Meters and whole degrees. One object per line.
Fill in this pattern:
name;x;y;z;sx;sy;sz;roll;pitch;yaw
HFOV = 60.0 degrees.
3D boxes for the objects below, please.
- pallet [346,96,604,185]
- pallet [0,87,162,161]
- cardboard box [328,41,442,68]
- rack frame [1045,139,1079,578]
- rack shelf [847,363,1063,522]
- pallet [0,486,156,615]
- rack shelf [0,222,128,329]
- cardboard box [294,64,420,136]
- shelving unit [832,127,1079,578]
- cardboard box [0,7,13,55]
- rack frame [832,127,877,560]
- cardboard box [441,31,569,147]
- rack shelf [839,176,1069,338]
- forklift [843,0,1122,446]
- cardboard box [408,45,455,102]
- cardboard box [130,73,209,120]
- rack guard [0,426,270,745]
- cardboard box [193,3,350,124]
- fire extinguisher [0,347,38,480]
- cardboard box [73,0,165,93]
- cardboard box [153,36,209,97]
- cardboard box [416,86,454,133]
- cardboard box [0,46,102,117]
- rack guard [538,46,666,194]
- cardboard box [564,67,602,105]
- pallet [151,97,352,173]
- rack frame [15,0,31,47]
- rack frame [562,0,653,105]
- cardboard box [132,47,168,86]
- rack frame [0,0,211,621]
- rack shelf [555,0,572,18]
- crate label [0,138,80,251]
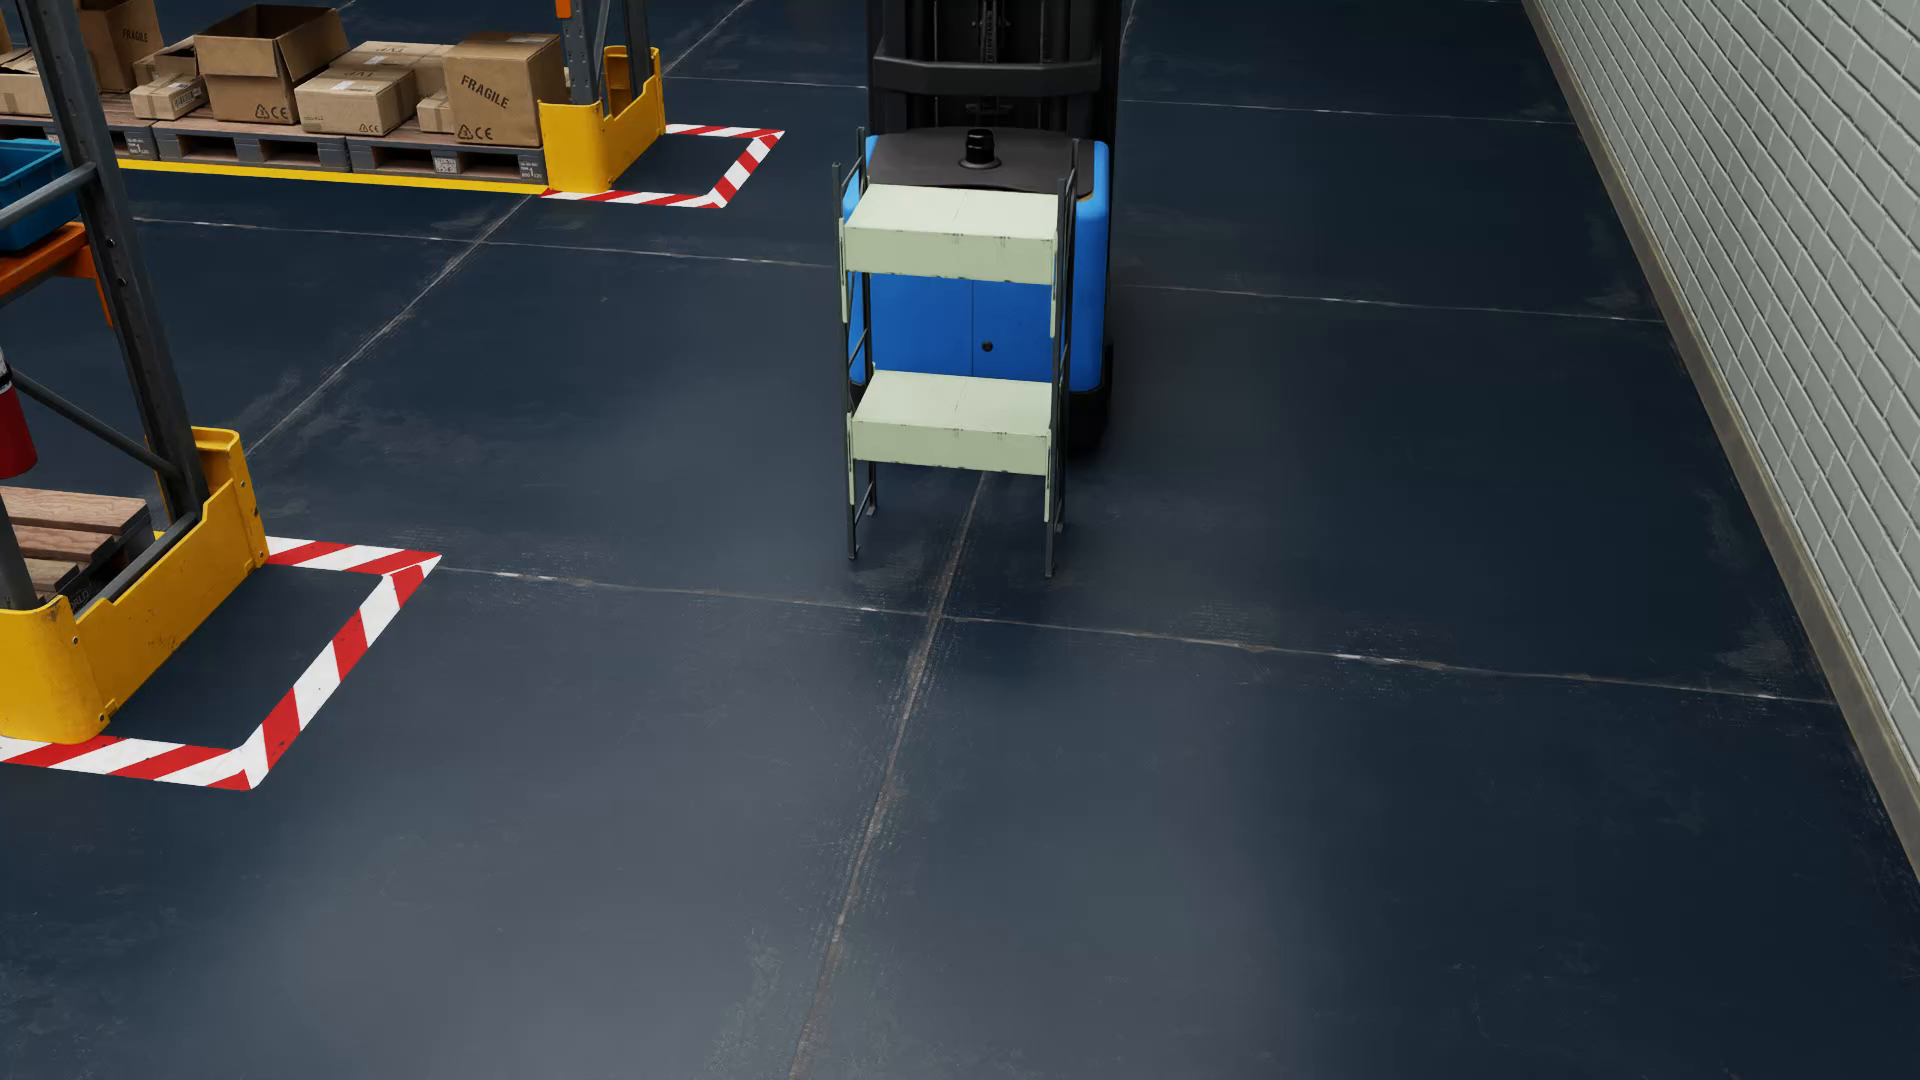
pallet;-2.861;-2.425;9.925;1.213;0.211;1.003;5;32;8
pallet;-5.266;-2.643;10.273;1.213;0.211;1.003;5;32;8
cardboard box;-3.474;-2.837;10.132;0.500;0.250;0.500;5;32;8
rack frame;0.354;-0.604;5.801;0.023;1.500;0.400;5;32;8
rack shelf;-0.007;-0.360;6.026;0.720;0.370;0.431;5;32;8
pallet;-3.643;0.149;5.813;1.213;0.211;1.003;5;32;8
rack shelf;-4.808;-0.813;5.400;4.000;0.370;1.077;5;32;8
cardboard box;-3.509;-2.571;9.707;0.500;0.250;0.500;5;32;8
shelving unit;-0.007;-0.636;5.853;0.755;1.500;0.431;5;32;8
cardboard box;-6.379;-3.184;10.451;0.500;0.500;0.500;4;32;6
rack frame;-0.367;-0.669;5.905;0.023;1.500;0.400;5;32;8
cardboard box;-2.577;-2.576;9.480;0.500;0.500;0.500;5;32;8
rack shelf;-0.007;-0.967;5.646;0.720;0.370;0.431;5;32;8
forklift;0.163;-2.378;7.287;1.130;2.935;3.031;2;32;4
cardboard box;-2.981;-2.792;10.061;0.500;0.250;0.500;5;32;8
cardboard box;-4.711;-2.650;9.912;0.250;0.166;0.380;5;32;8
rack guard;-2.811;0.116;5.594;0.348;0.500;1.175;5;32;8
cardboard box;-4.090;-2.850;9.914;0.637;0.503;0.797;5;32;8
fire extinguisher;-2.765;-0.497;4.642;0.183;0.674;0.296;5;32;8
cardboard box;-5.333;-3.111;10.335;0.500;0.500;0.500;5;32;8
cardboard box;-4.594;-2.964;10.278;0.500;0.311;0.500;5;32;8
cardboard box;-2.961;-2.518;9.702;0.250;0.166;0.380;5;32;8
cardboard box;-5.565;-2.783;9.988;0.500;0.311;0.500;5;32;8
rack guard;-2.075;-2.477;9.736;0.348;0.500;1.175;5;32;8
cardboard box;-2.355;-2.725;10.048;0.250;0.149;0.380;5;32;8
pallet;-4.060;-2.535;10.101;1.213;0.211;1.003;5;32;8
rack frame;-5.943;-3.887;9.632;0.127;3.000;1.000;5;32;8
rack frame;-2.000;-3.530;9.062;0.127;3.000;1.000;5;32;8
cardboard box;-4.954;-2.960;10.424;0.250;0.149;0.380;5;32;8
rack frame;-2.837;-0.939;4.924;0.127;3.000;1.000;5;32;8
rack shelf;-3.971;-3.403;9.538;4.000;0.370;1.077;5;32;8
crate label;-3.025;-1.088;5.262;0.303;0.233;0.416;5;32;8
